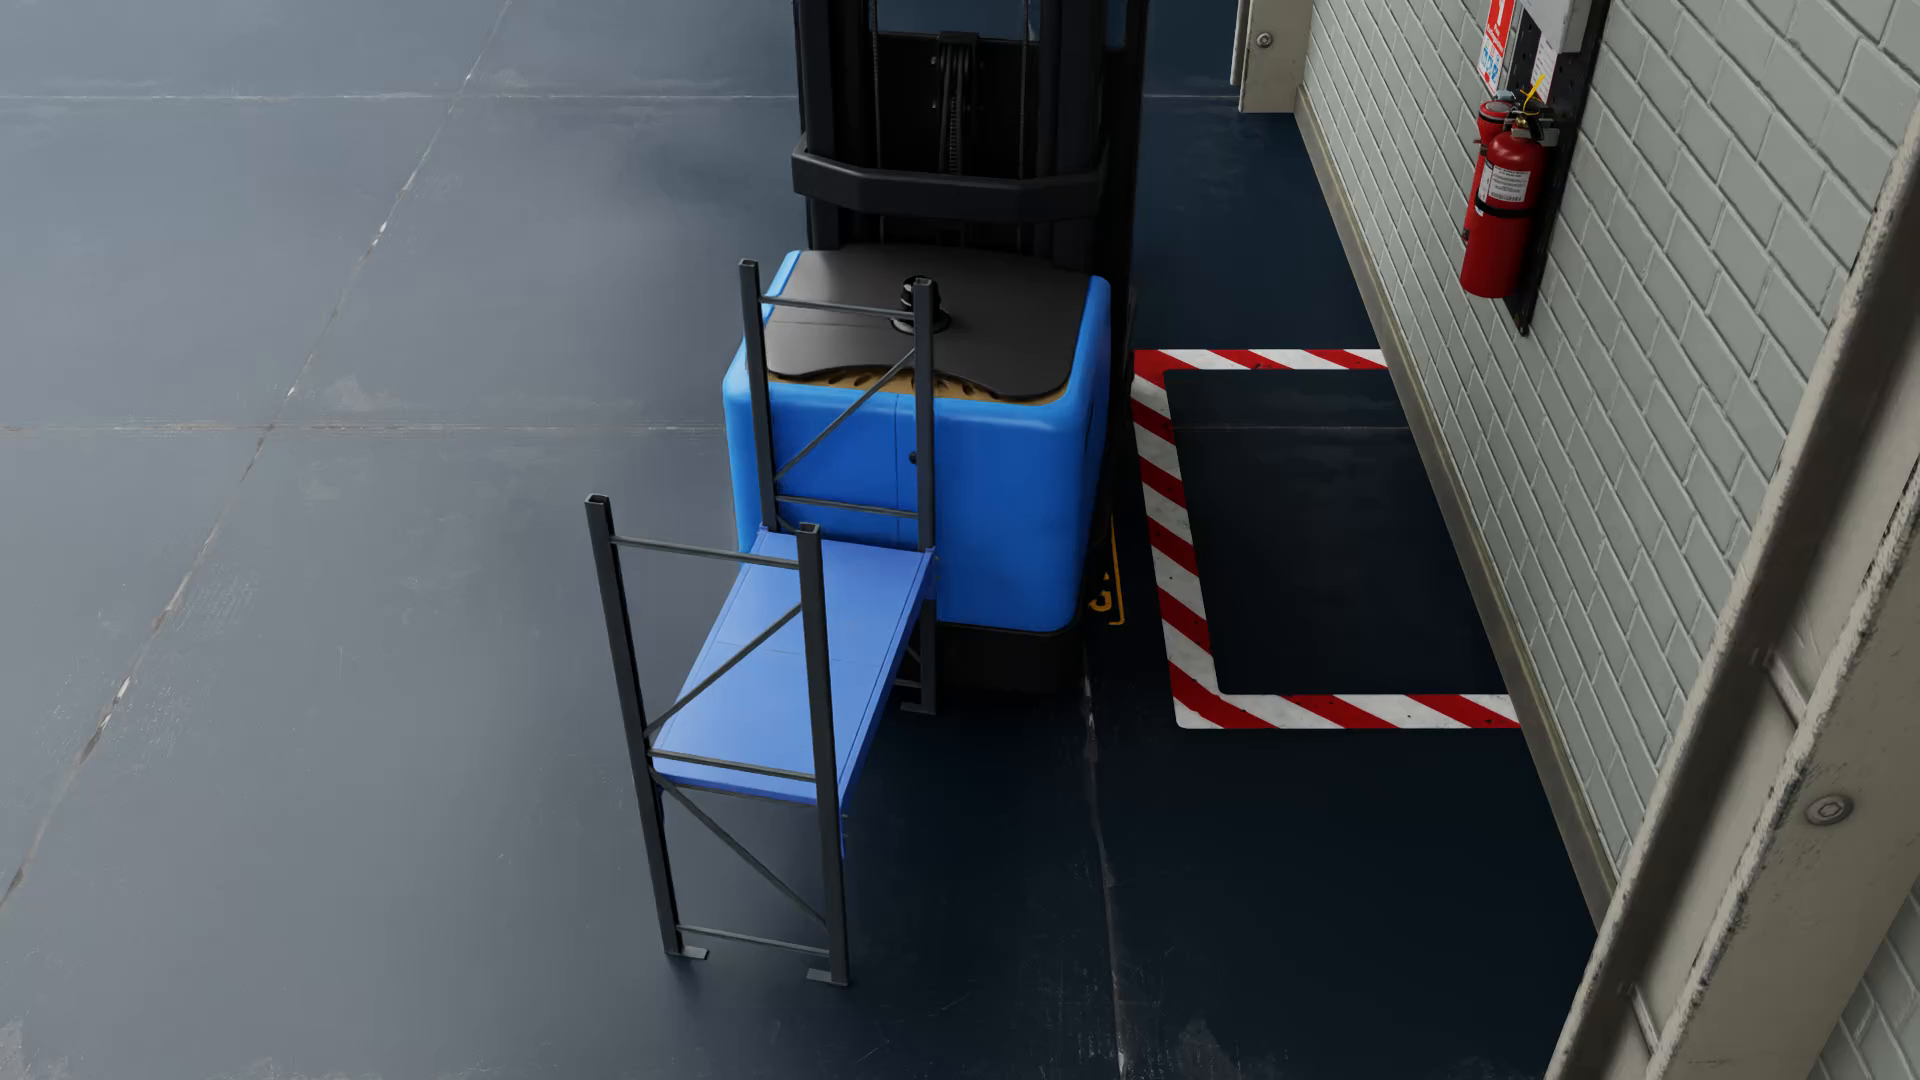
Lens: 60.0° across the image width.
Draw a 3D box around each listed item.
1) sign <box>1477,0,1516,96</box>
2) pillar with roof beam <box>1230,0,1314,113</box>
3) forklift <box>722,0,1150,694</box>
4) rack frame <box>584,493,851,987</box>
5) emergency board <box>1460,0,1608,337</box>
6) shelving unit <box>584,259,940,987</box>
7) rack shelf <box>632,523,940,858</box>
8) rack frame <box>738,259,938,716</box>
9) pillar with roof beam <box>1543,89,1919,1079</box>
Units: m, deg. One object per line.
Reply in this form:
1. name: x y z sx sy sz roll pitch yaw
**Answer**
1. sign: 1.724 -1.624 5.349 0.001 0.329 0.234 0 39 0
2. pillar with roof beam: -2.726 -5.809 5.803 9.100 9.000 0.400 0 39 0
3. forklift: 0.072 -1.597 5.400 1.130 2.935 3.031 6 39 7
4. rack frame: -0.533 0.530 3.889 0.500 1.500 0.032 8 39 10
5. emergency board: 1.621 -1.264 4.929 0.194 1.169 0.643 0 39 0
6. shelving unit: -0.425 0.219 4.277 0.538 1.500 1.048 8 39 10
7. rack shelf: -0.425 0.360 4.389 0.538 0.185 1.000 8 39 10
8. rack frame: -0.316 -0.091 4.665 0.500 1.500 0.032 8 39 10
9. pillar with roof beam: -2.719 -2.057 1.121 9.100 9.000 0.400 0 39 0
